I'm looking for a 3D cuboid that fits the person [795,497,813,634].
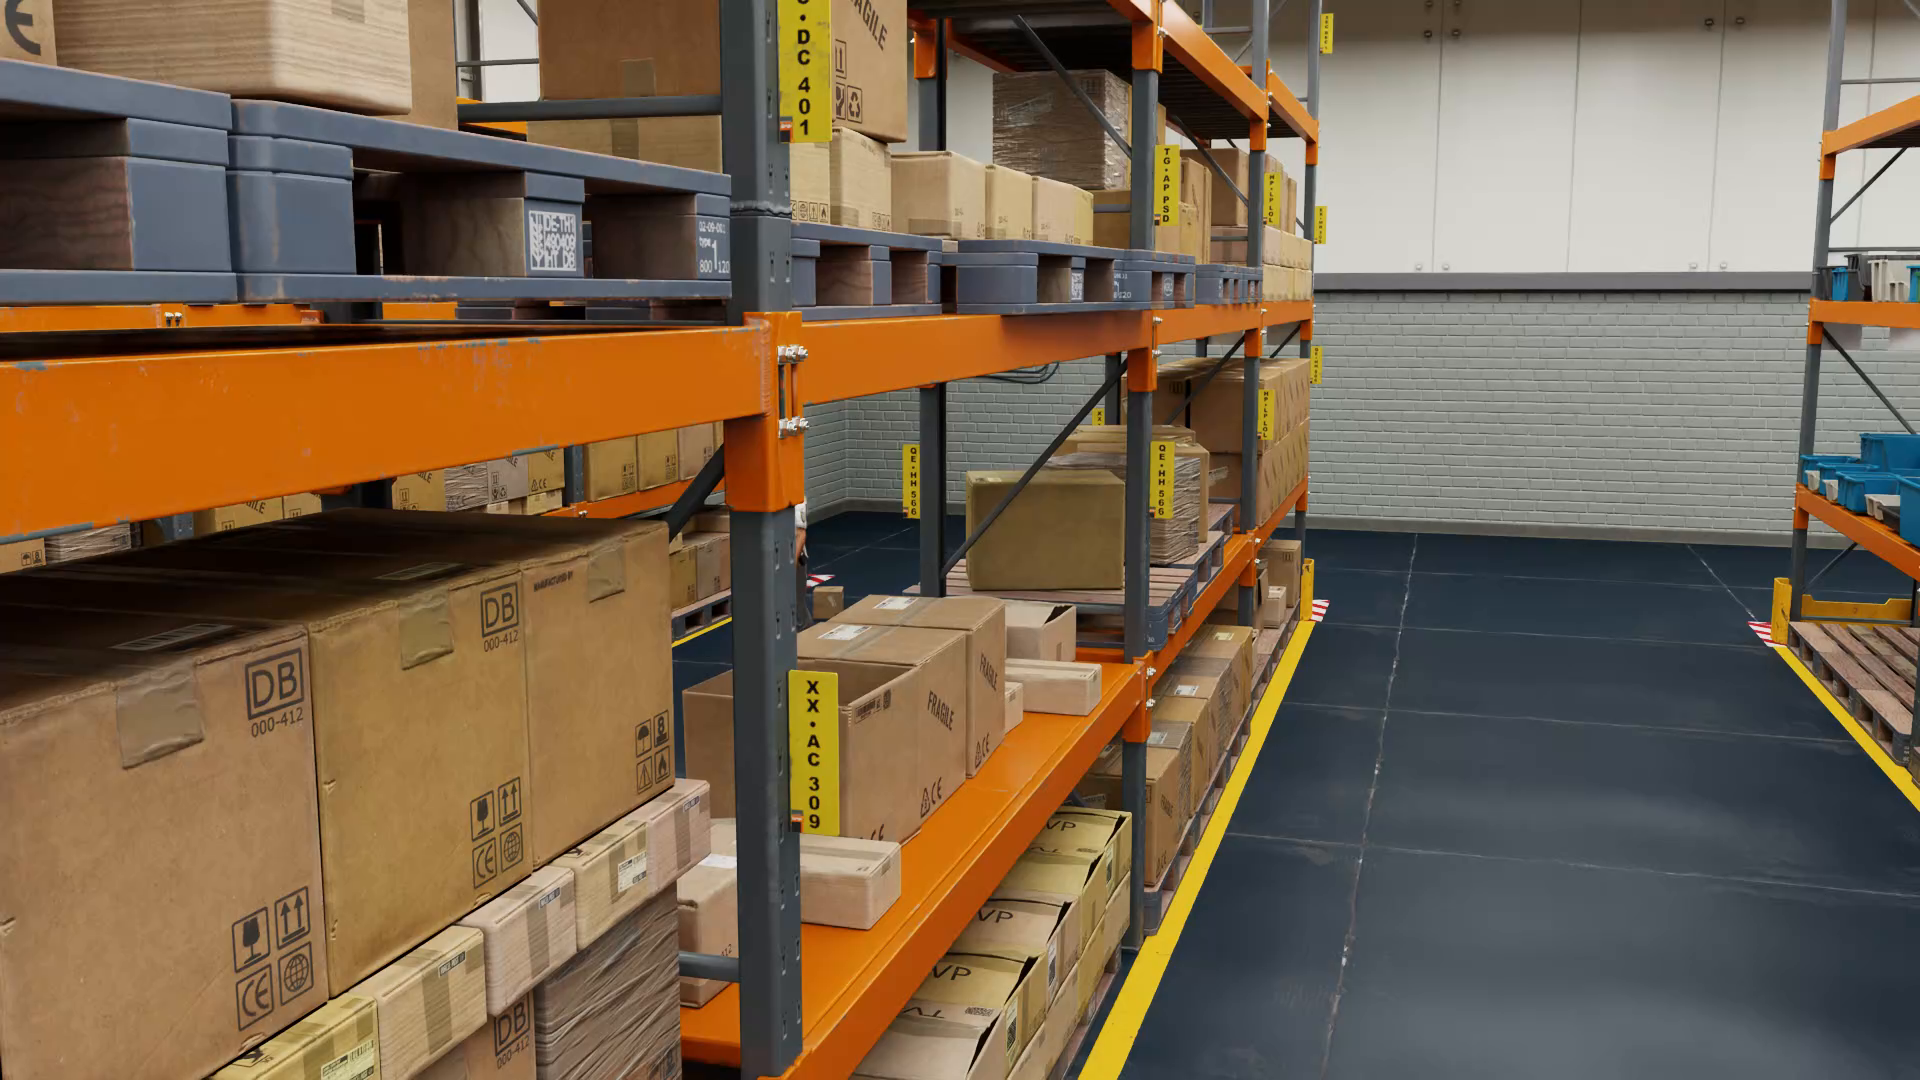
[{"bbox_3d":[-1.386,0.184,12.521,0.487,1.599,1.021,3,9,18],"label":"person"}]
